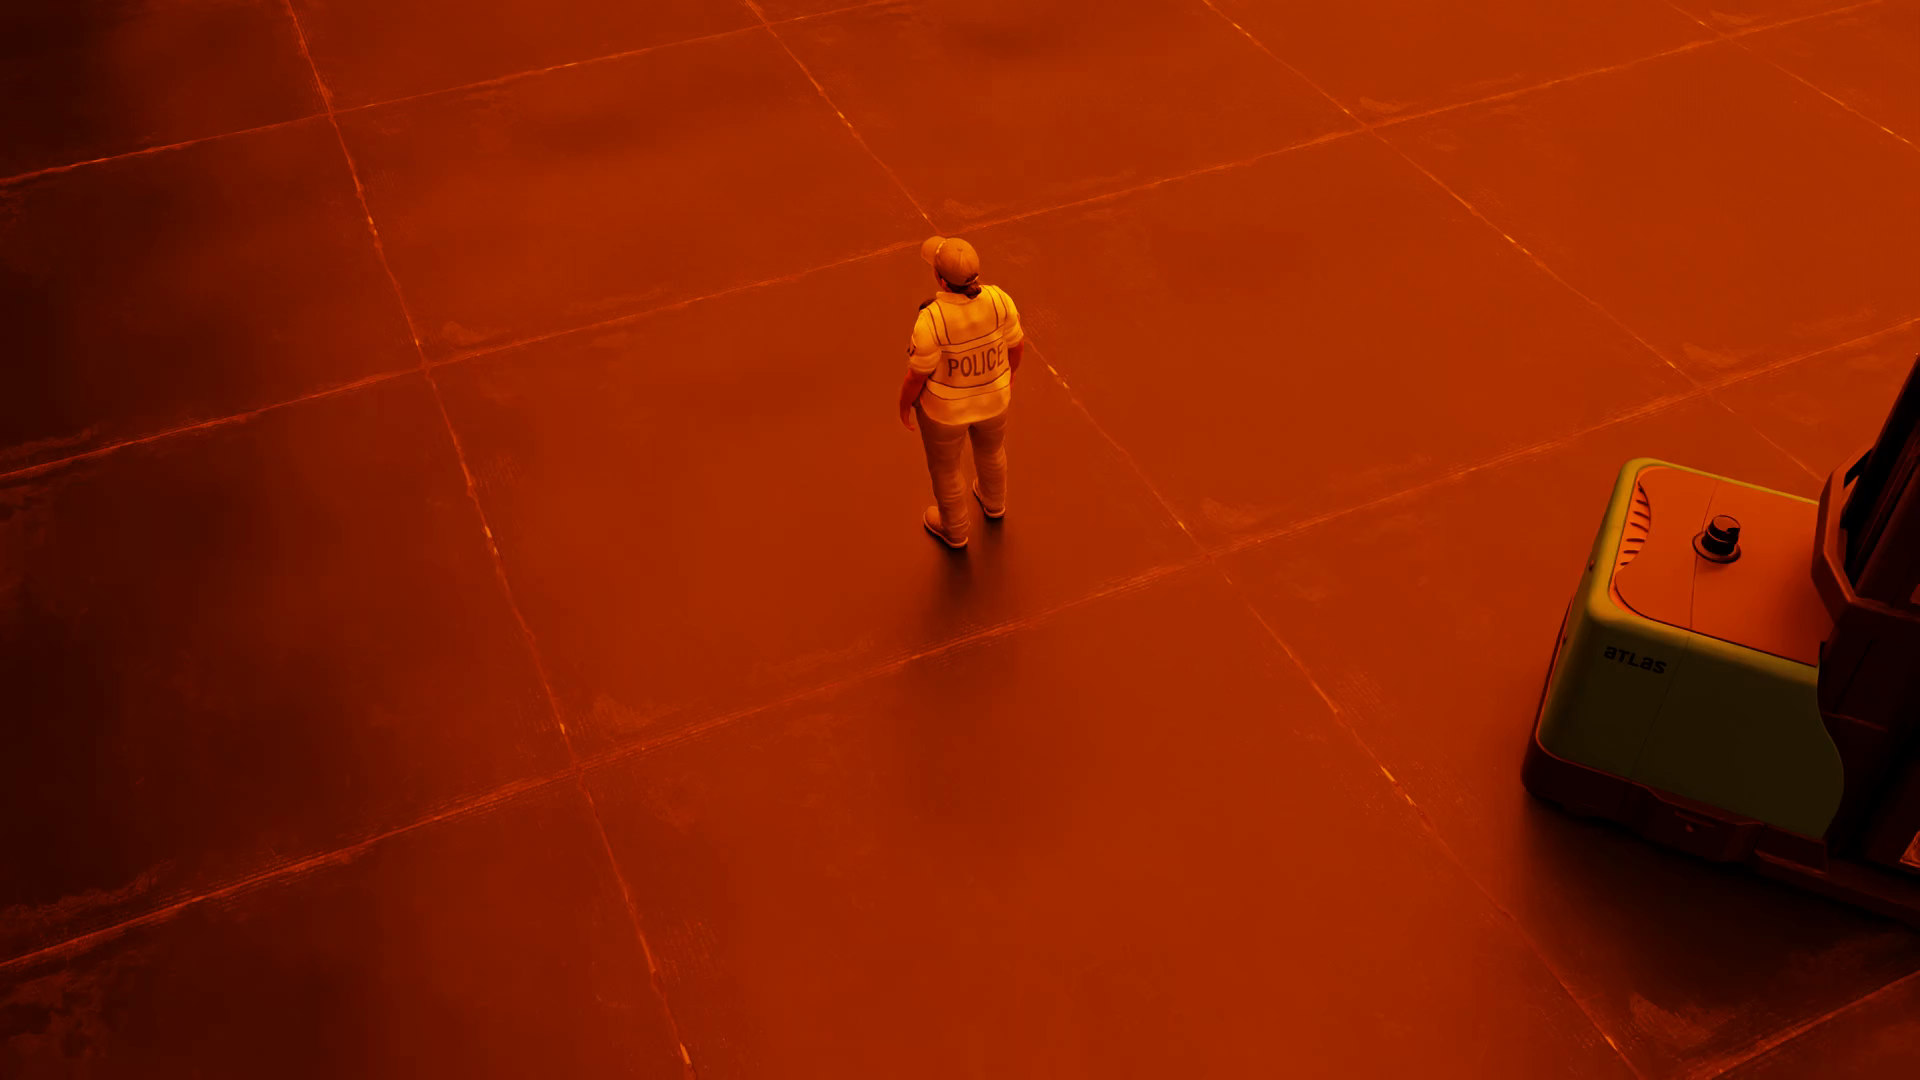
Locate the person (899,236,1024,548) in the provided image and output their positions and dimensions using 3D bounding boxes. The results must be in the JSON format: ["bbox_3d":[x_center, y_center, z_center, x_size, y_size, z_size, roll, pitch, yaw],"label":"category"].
[{"bbox_3d":[-0.011,-0.669,7.312,0.598,1.670,0.529,-18,46,-18],"label":"person"}]

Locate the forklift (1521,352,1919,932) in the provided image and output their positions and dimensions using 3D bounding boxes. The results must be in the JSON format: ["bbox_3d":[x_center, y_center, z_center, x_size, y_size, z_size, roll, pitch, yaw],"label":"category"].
[{"bbox_3d":[3.823,0.084,5.590,3.031,2.935,1.130,17,46,18],"label":"forklift"}]
